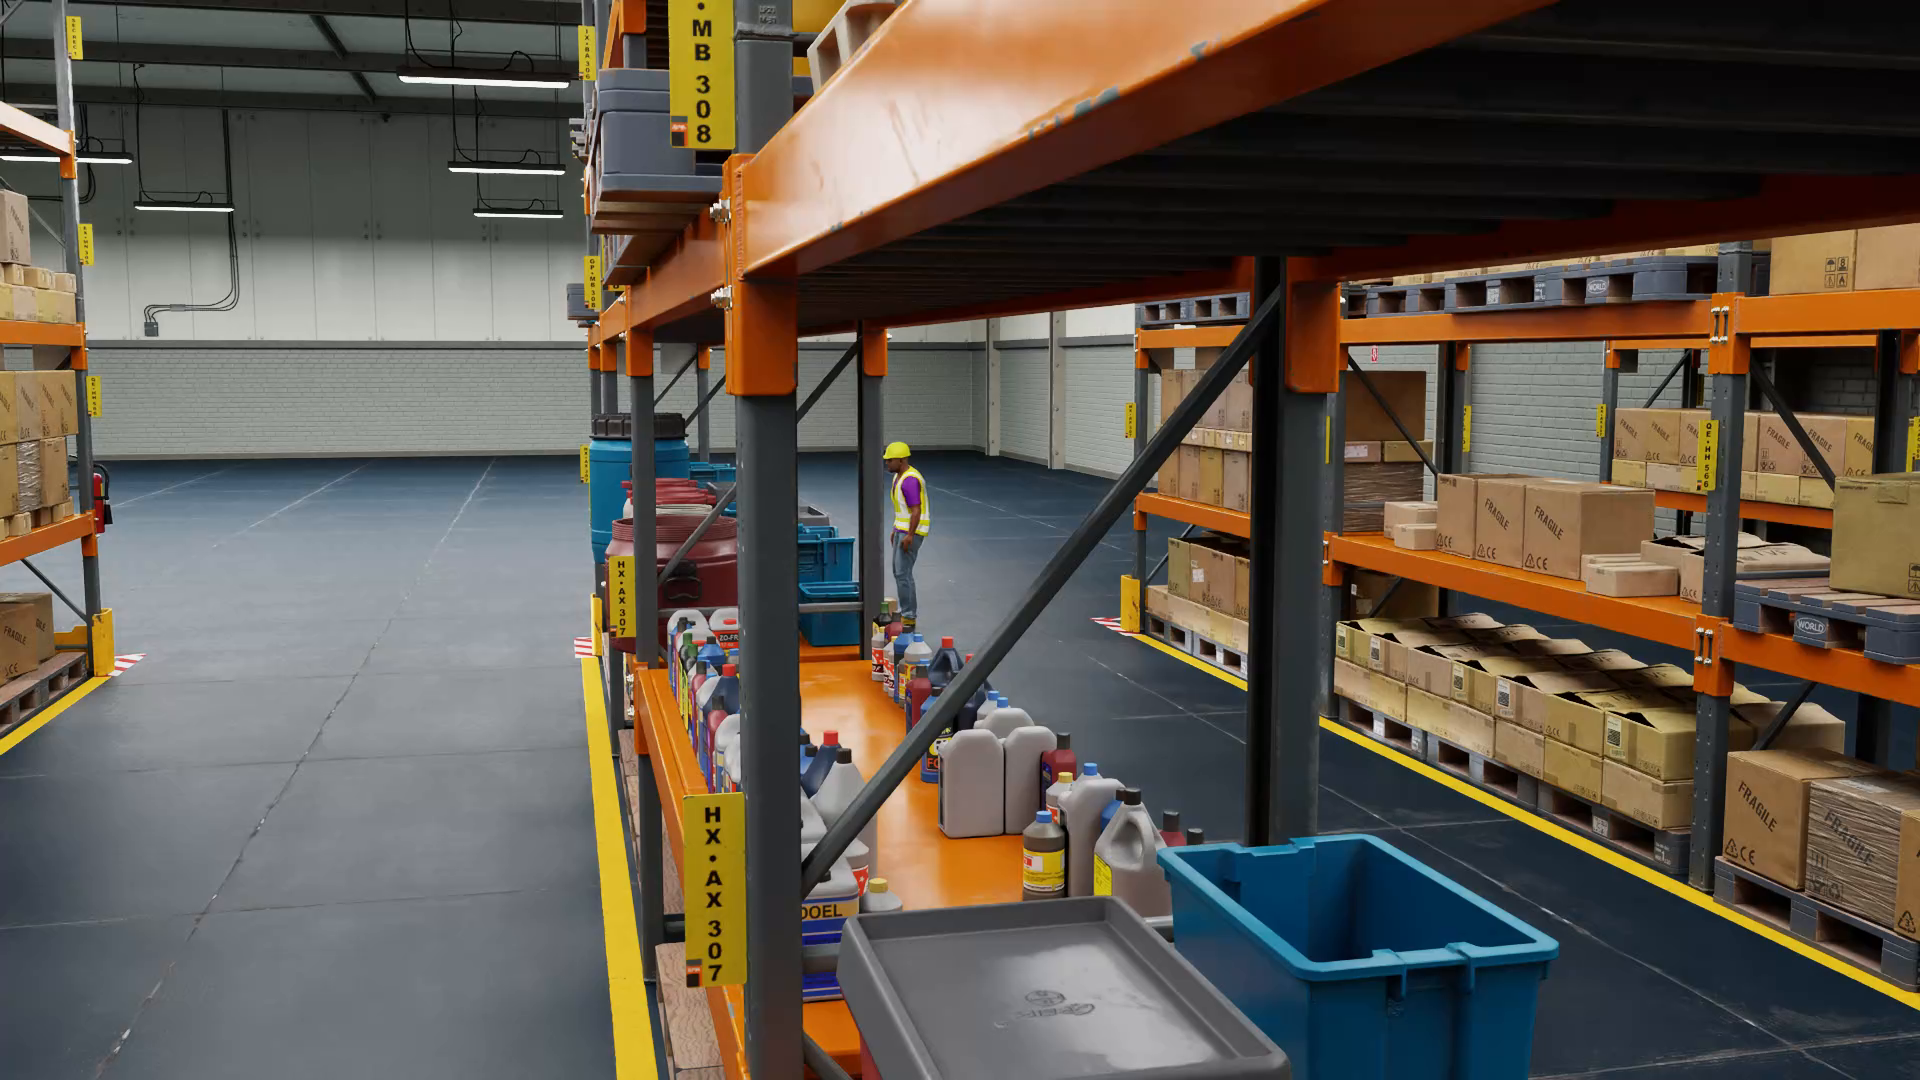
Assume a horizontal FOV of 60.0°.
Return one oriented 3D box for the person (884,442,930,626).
[{"bbox_3d":[-0.536,-0.062,15.964,0.460,1.757,0.627,-2,6,-14],"label":"person"}]
